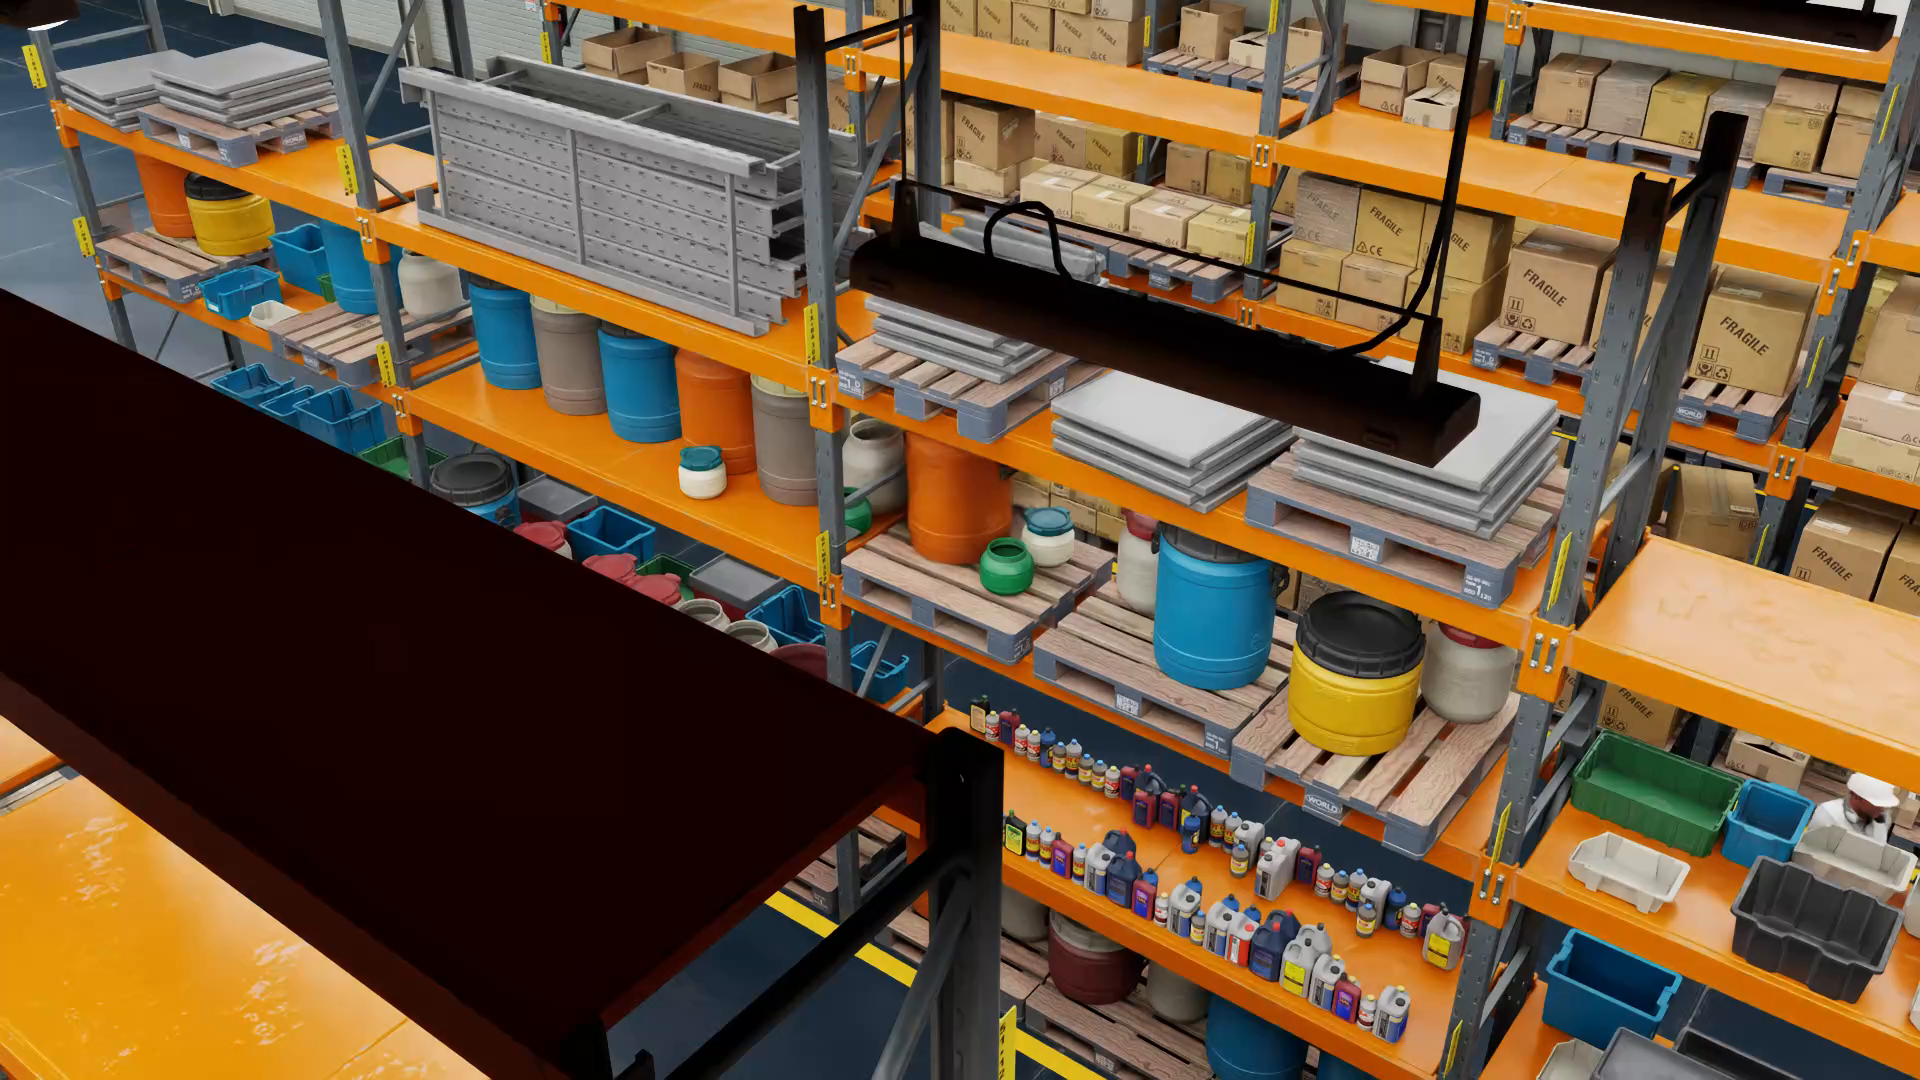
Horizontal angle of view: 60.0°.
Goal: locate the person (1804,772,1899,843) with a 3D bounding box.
[{"bbox_3d":[5.313,1.802,9.969,0.567,1.081,0.375,-5,32,-8],"label":"person"}]
